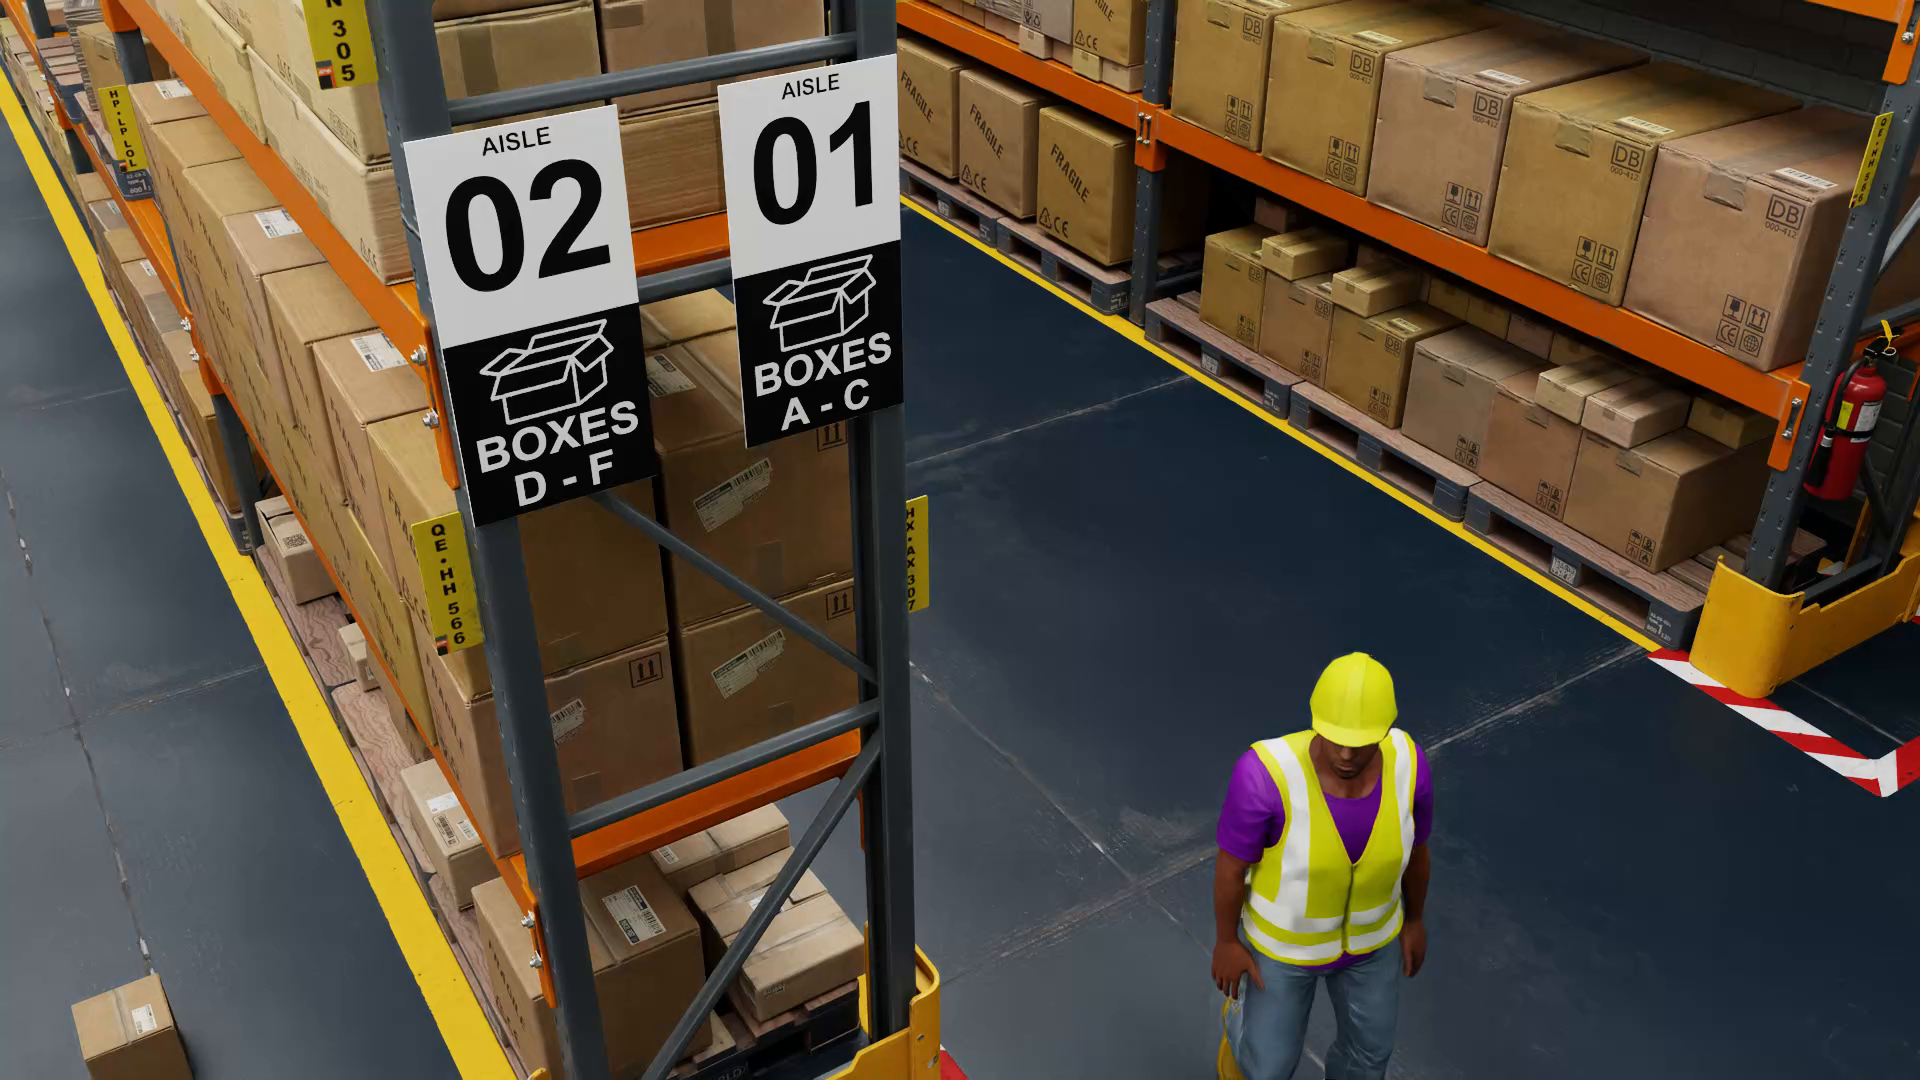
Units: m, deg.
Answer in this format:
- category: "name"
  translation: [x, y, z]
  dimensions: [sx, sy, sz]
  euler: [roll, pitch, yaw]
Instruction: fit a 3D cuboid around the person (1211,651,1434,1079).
- category: "person"
  translation: [0.966, 1.029, 4.468]
  dimensions: [0.617, 1.754, 0.655]
  euler: [-8, 33, -12]
